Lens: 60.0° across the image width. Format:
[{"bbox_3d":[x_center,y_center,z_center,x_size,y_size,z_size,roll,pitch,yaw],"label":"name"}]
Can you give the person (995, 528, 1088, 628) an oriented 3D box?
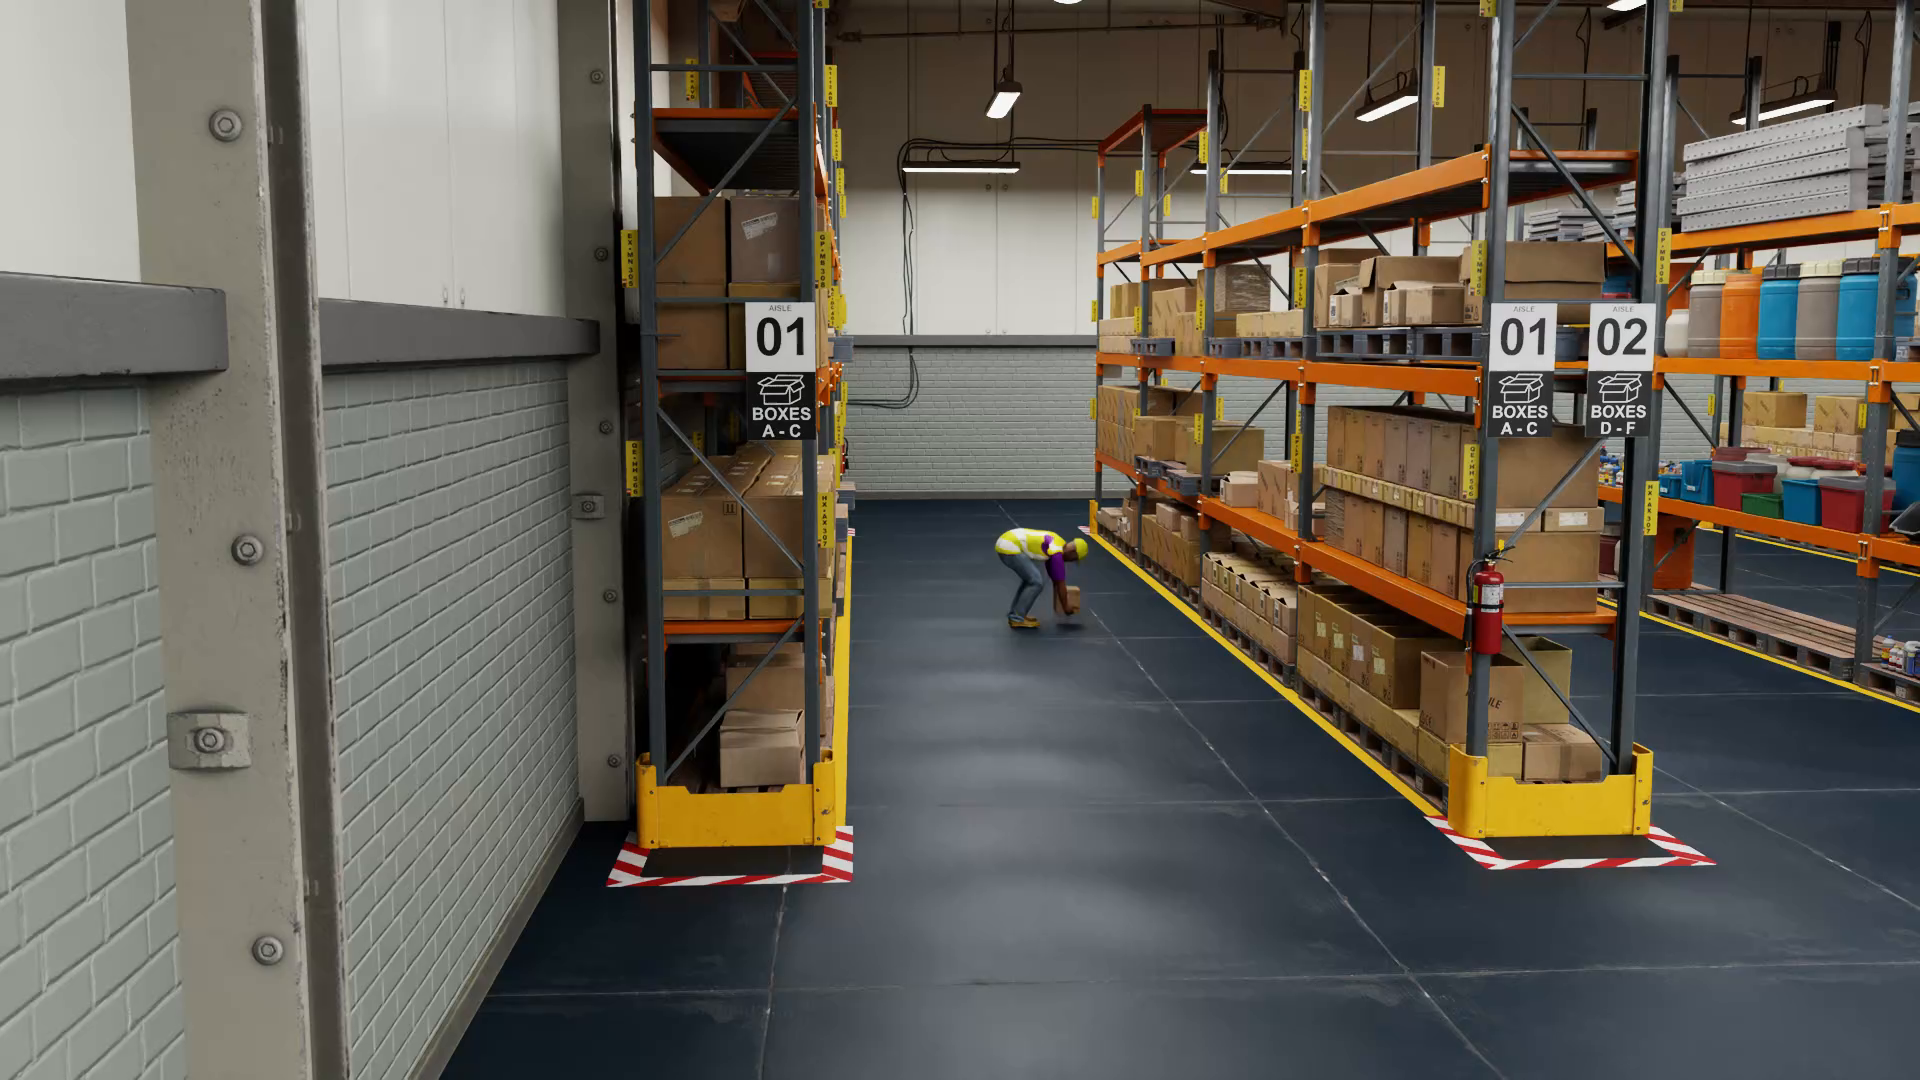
[{"bbox_3d":[0.862,0.385,17.501,0.979,1.031,0.493,-1,7,-6],"label":"person"}]
